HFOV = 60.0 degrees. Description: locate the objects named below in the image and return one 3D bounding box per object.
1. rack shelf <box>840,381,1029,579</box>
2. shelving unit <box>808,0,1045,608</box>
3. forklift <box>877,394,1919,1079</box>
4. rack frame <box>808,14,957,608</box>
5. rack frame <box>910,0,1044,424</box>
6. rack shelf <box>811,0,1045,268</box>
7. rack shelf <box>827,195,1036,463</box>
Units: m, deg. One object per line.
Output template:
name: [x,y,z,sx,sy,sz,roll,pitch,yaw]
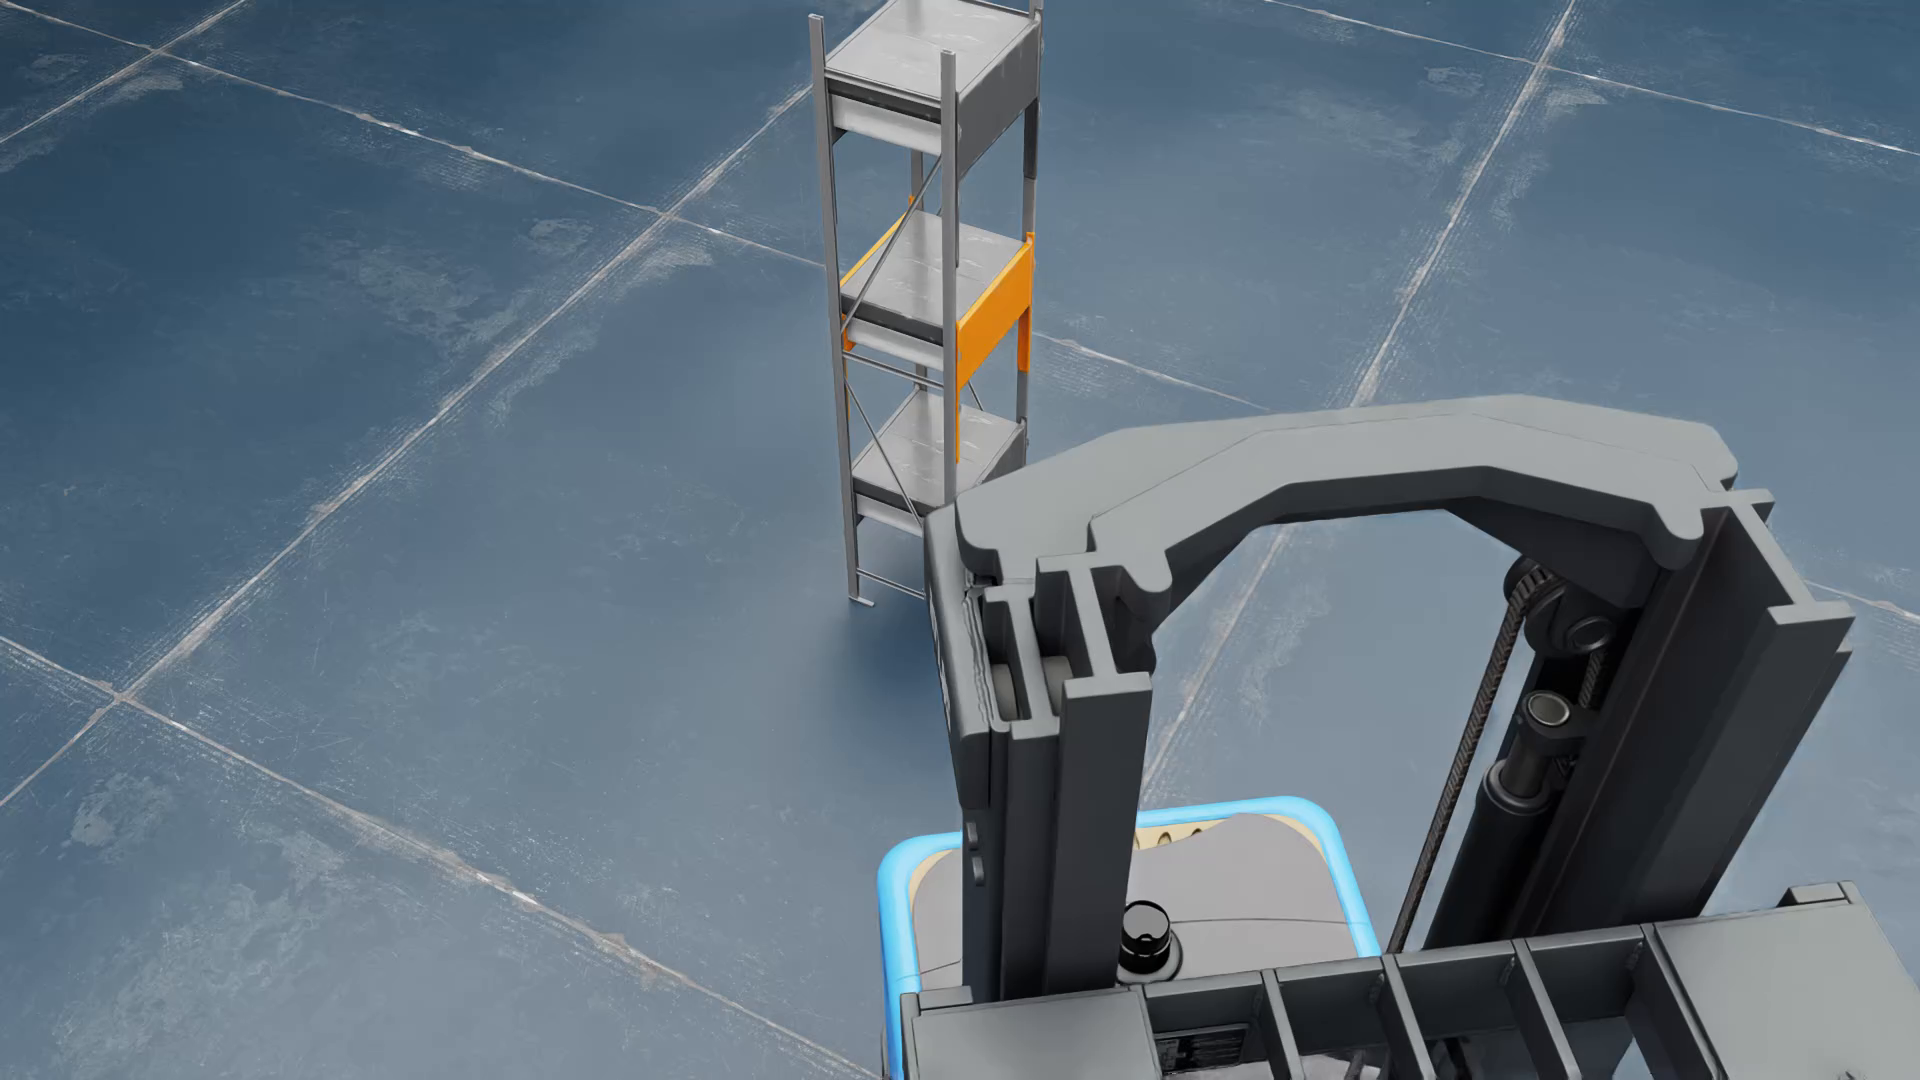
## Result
rack shelf: [-0.077,-0.132,5.408,0.431,0.518,0.480,20,49,19]
shelving unit: [-0.077,-0.634,4.900,0.431,2.100,0.503,20,49,19]
forklift: [0.512,1.370,2.335,1.130,2.935,3.031,-5,46,-5]
rack frame: [-0.190,-0.480,4.748,0.400,2.100,0.015,20,49,19]
rack frame: [0.036,-0.788,5.052,0.400,2.100,0.015,20,49,19]
rack shelf: [-0.077,-1.116,4.412,0.431,0.518,0.480,20,49,19]
rack shelf: [-0.077,-0.624,4.910,0.431,0.518,0.480,20,49,19]
